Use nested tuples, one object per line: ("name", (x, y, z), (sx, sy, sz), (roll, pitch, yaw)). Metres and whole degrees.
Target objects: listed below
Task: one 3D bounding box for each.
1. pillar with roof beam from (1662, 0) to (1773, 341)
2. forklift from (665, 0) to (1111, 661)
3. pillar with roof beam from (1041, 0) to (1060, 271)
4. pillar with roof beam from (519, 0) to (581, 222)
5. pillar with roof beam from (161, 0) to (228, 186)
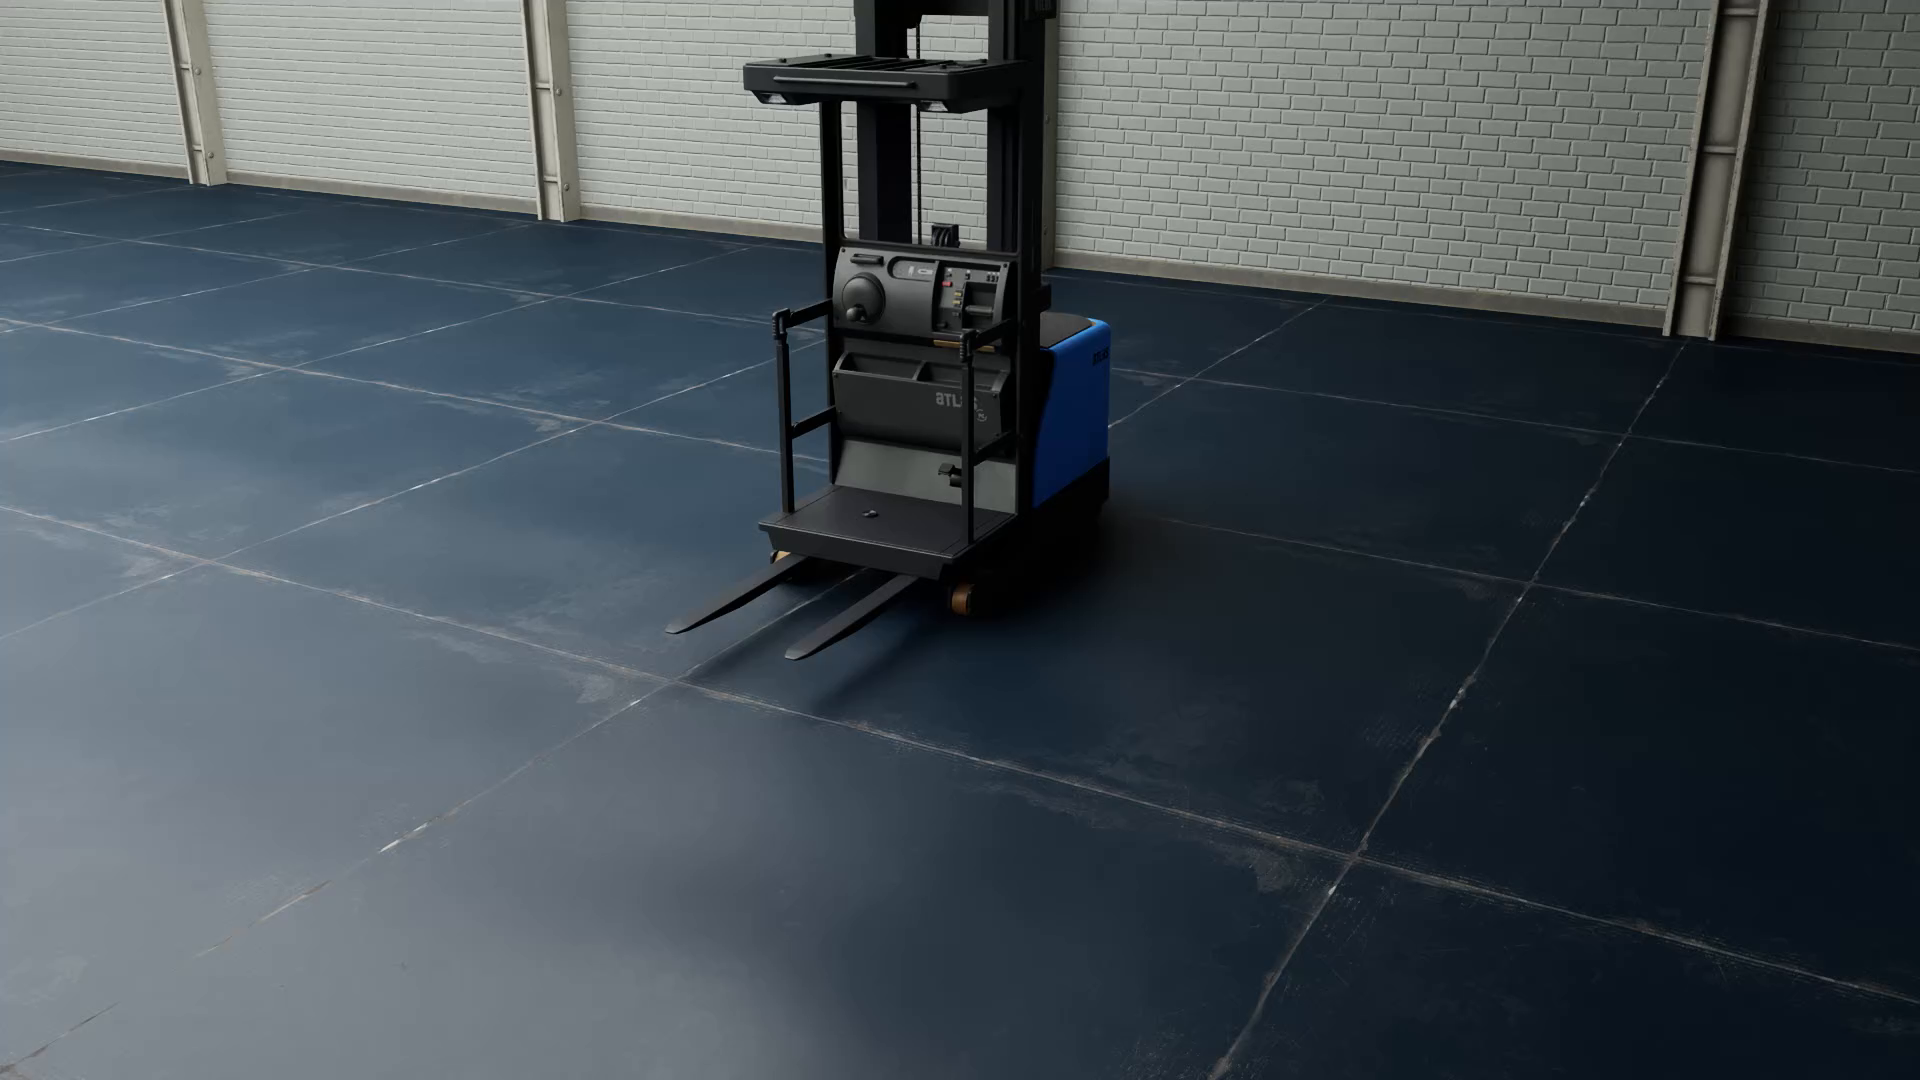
("pillar with roof beam", (3.819, -4.615, 8.391), (0.400, 9.000, 9.100), (11, 23, 27))
("forklift", (-0.286, -1.186, 7.837), (1.130, 2.935, 3.031), (10, 22, 25))
("pillar with roof beam", (-1.419, -5.613, 11.141), (0.400, 9.000, 9.100), (11, 23, 27))
("pillar with roof beam", (-6.658, -6.610, 13.892), (0.400, 9.000, 9.100), (11, 23, 27))
("pillar with roof beam", (-11.896, -7.608, 16.643), (0.400, 9.000, 9.100), (11, 23, 27))
